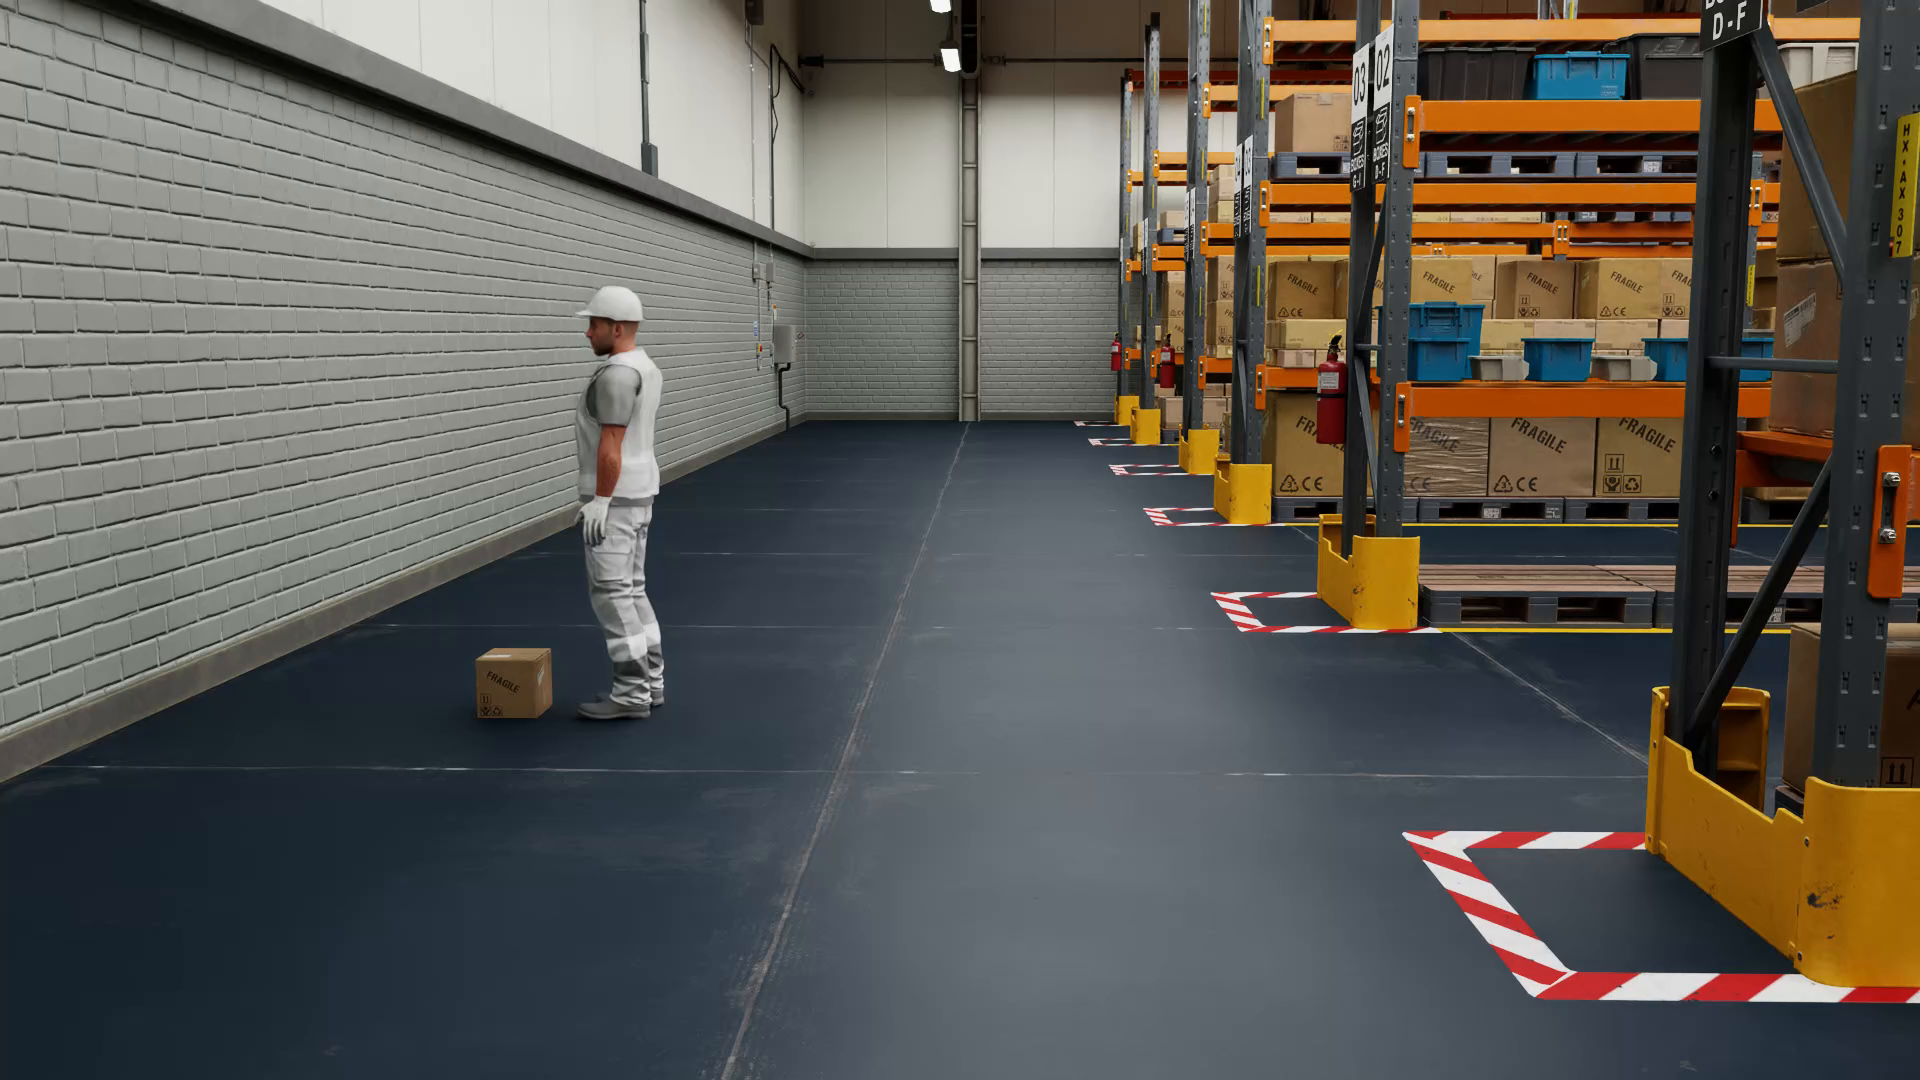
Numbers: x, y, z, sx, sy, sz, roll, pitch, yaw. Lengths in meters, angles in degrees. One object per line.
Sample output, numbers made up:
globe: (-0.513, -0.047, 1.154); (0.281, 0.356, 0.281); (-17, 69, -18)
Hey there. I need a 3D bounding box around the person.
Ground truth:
person: (-1.419, -0.152, 6.913); (0.338, 1.789, 0.526); (0, 7, 2)
